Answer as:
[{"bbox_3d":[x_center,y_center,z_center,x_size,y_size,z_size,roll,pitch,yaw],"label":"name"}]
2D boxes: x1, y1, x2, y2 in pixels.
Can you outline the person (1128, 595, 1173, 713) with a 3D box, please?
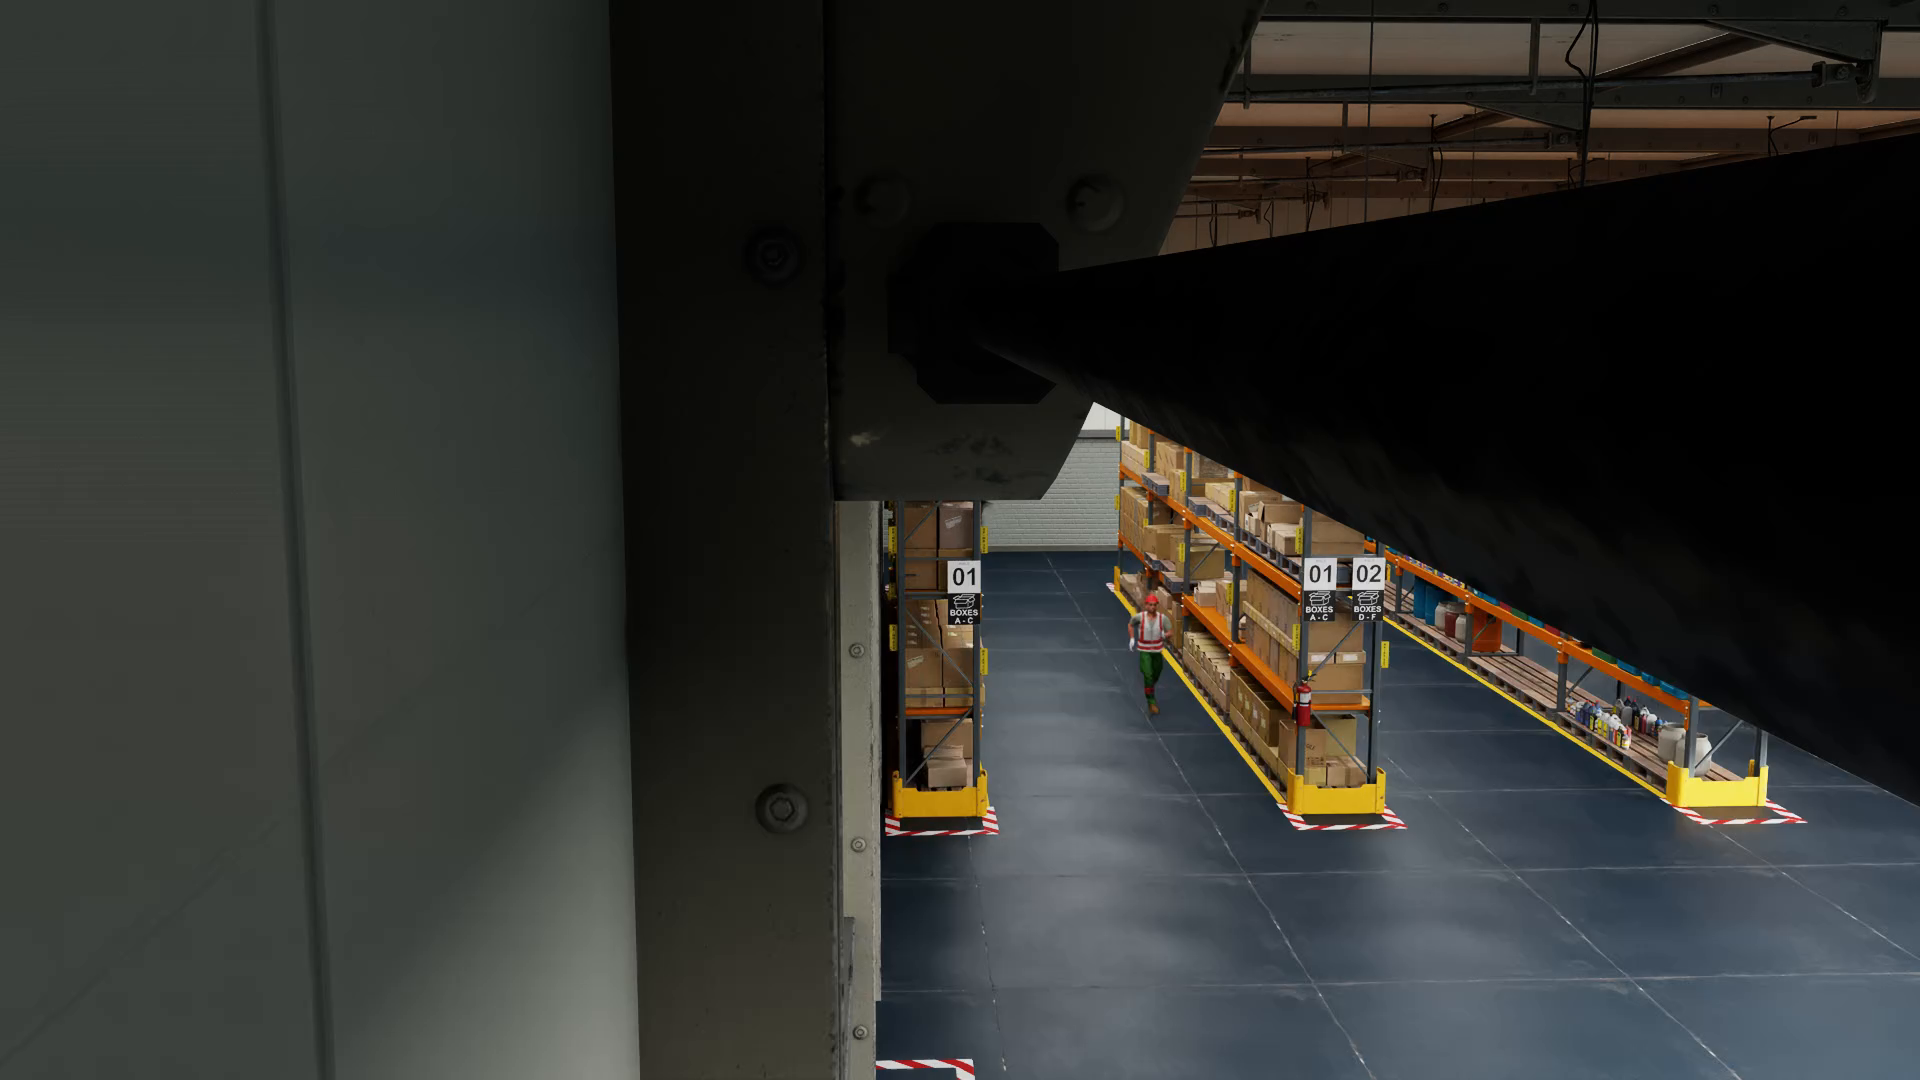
[{"bbox_3d":[2.956,1.718,25.763,0.661,1.770,0.993,-1,8,-5],"label":"person"}]
